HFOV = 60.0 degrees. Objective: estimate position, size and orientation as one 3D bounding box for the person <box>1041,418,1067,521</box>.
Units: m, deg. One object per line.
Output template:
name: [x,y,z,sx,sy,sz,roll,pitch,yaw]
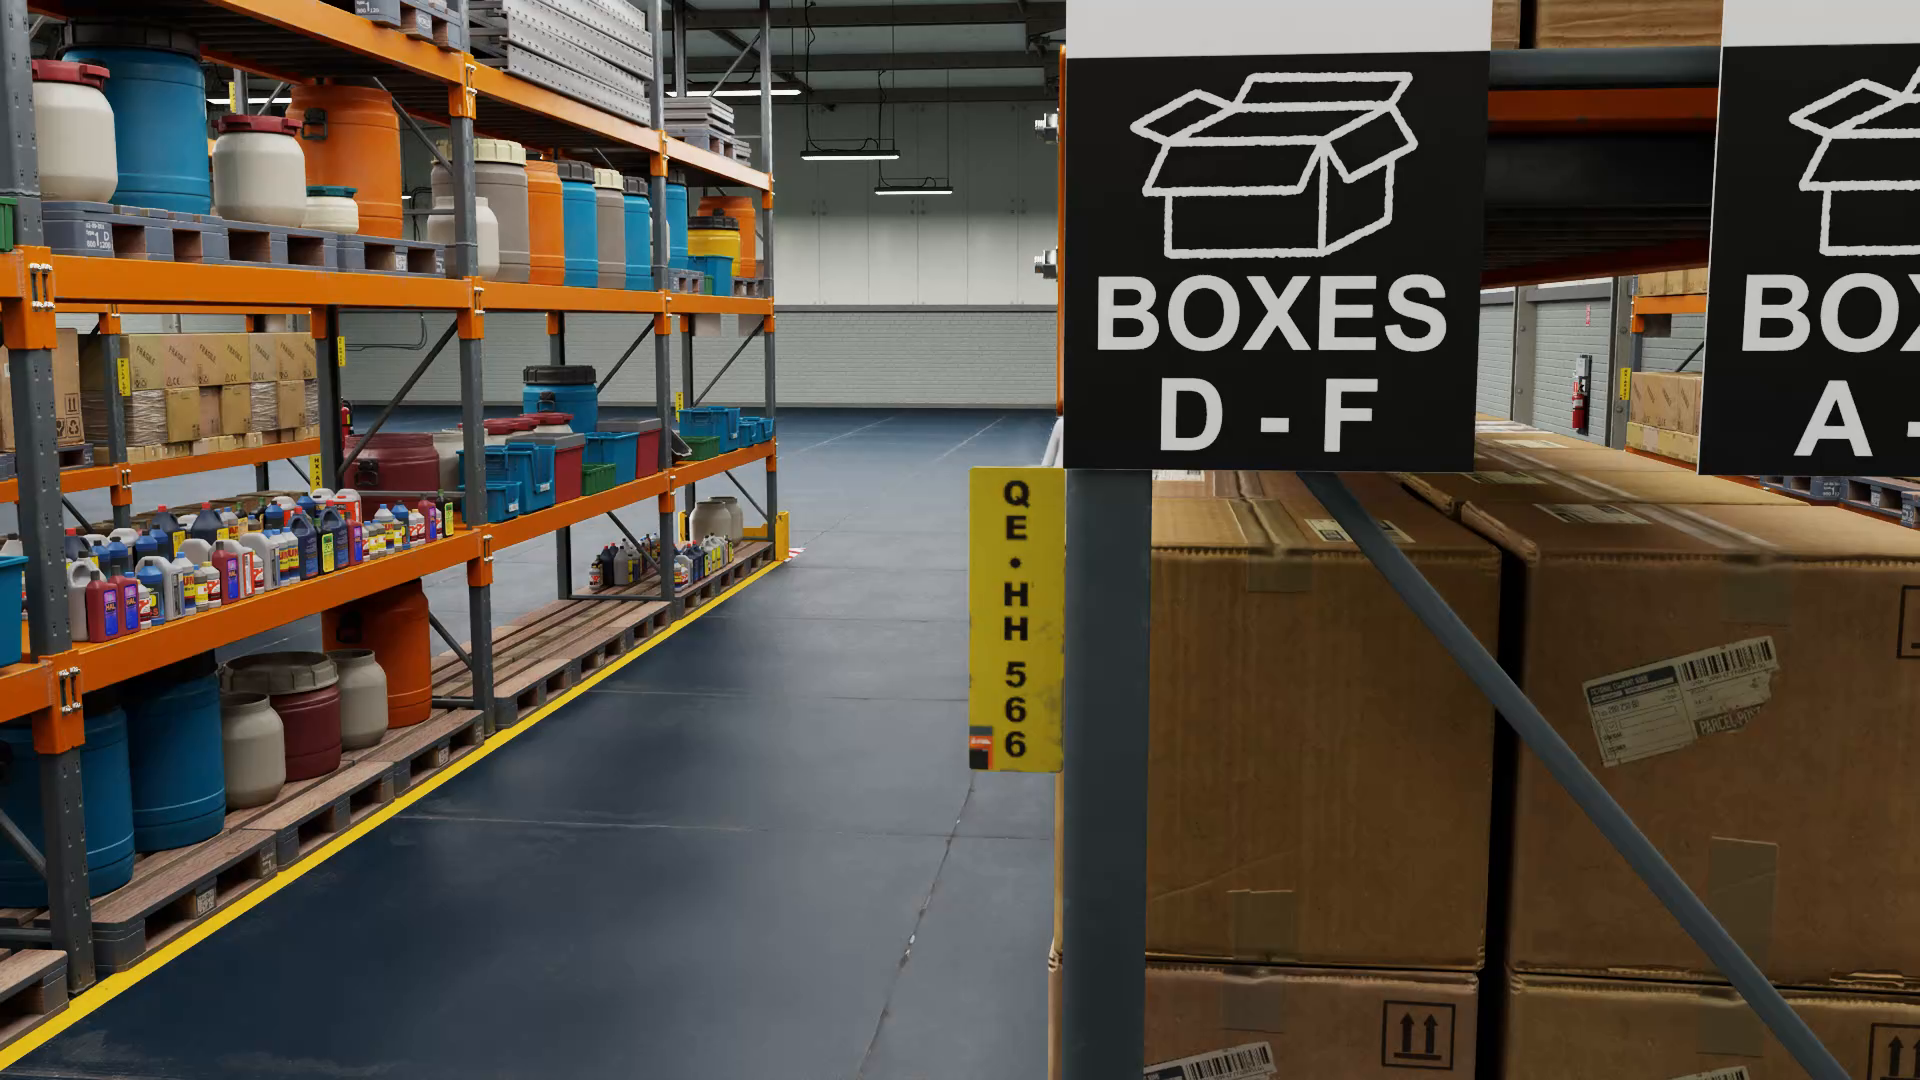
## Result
person: [1.306,-0.737,18.503,1.014,1.725,0.614,-7,10,-41]
